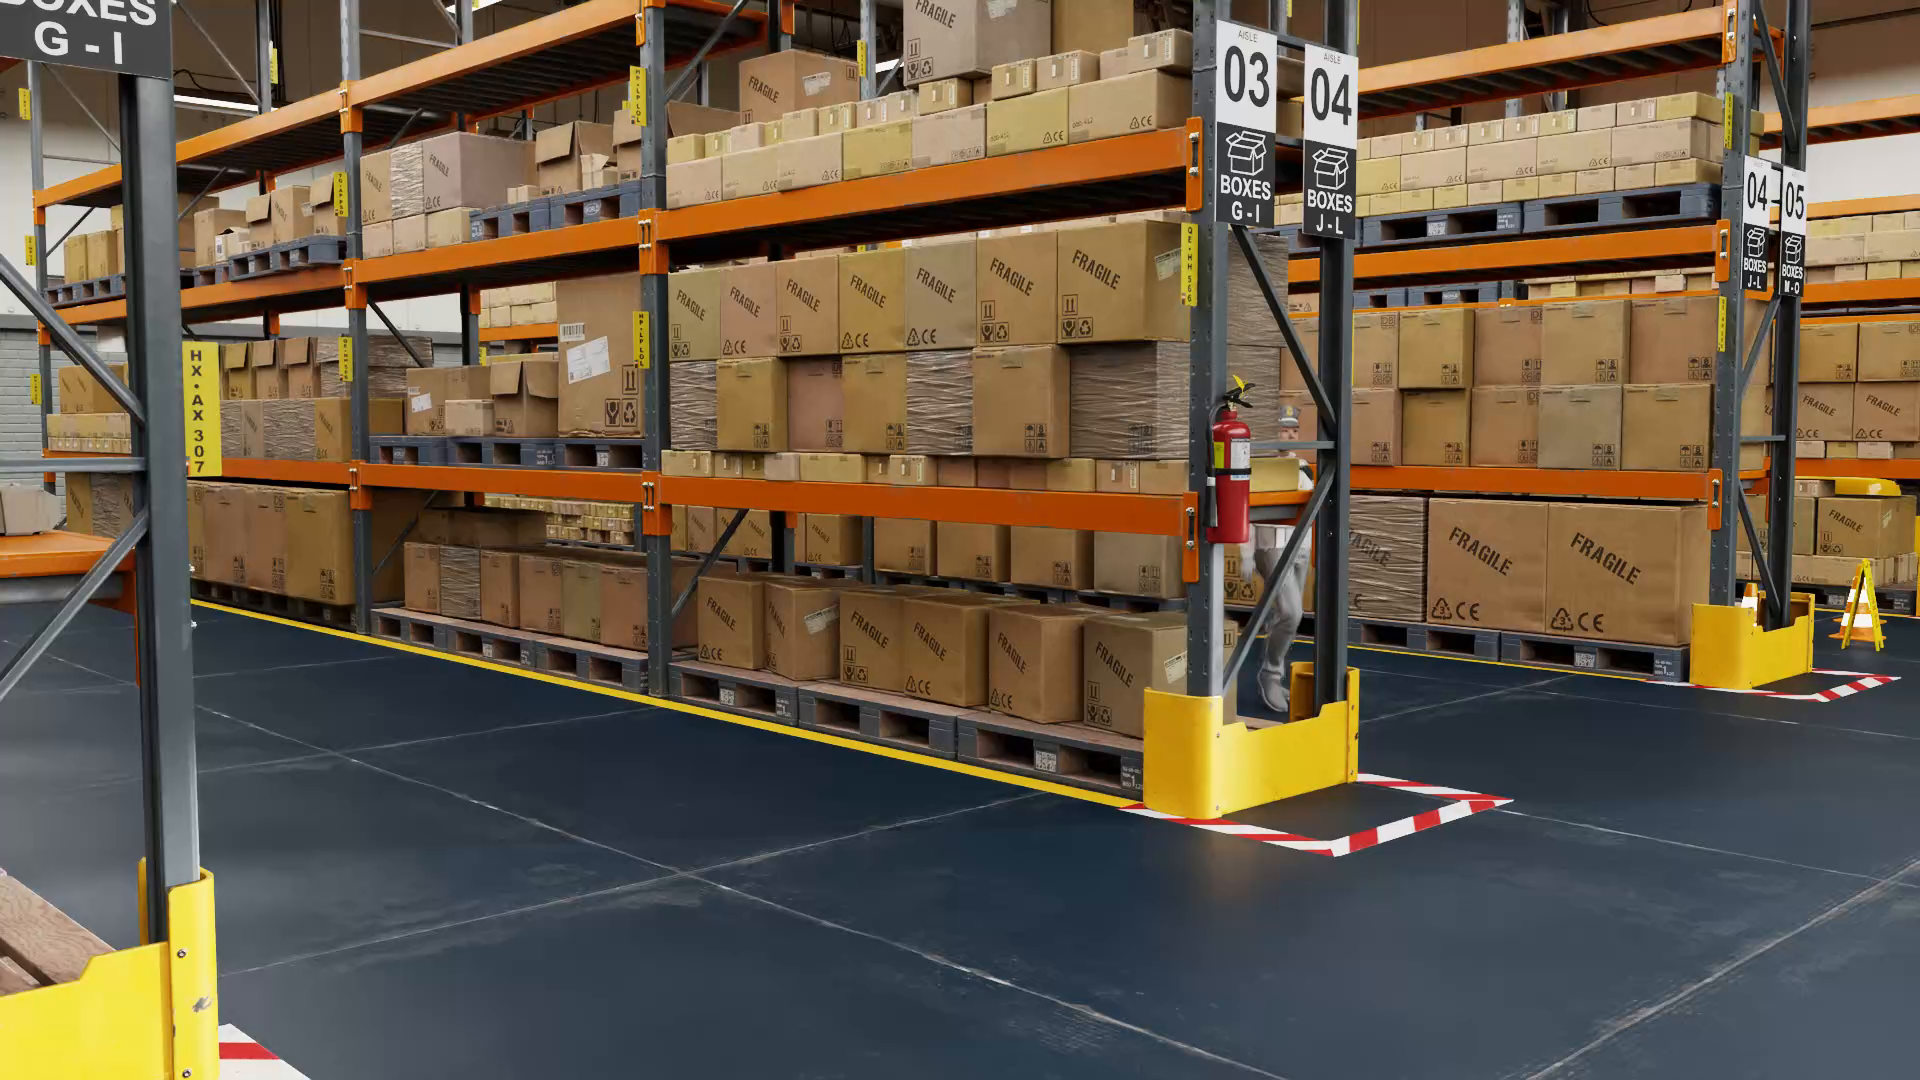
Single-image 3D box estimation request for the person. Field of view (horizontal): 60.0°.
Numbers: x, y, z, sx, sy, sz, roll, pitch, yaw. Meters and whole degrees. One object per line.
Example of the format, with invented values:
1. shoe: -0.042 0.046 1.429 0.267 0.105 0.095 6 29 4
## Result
1. person: 1.845 0.101 9.351 0.477 1.720 0.461 -3 5 -34
